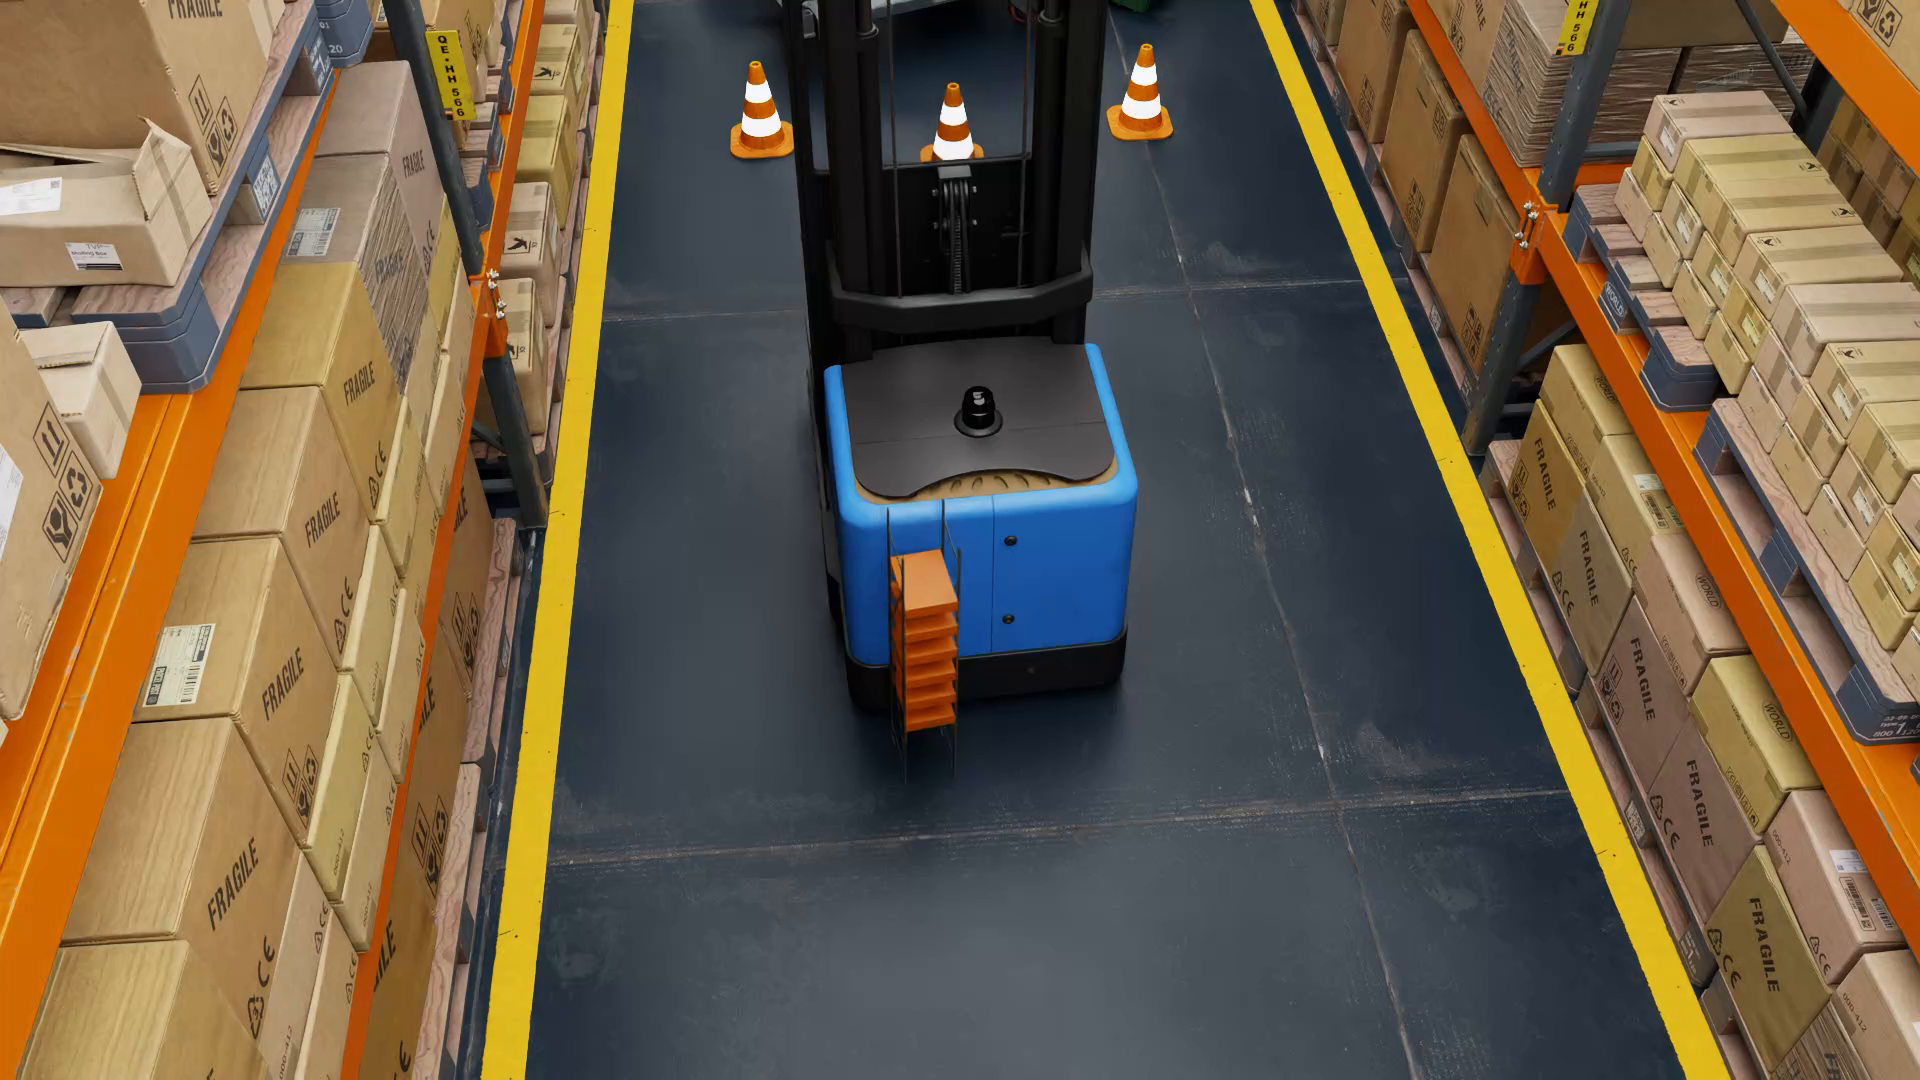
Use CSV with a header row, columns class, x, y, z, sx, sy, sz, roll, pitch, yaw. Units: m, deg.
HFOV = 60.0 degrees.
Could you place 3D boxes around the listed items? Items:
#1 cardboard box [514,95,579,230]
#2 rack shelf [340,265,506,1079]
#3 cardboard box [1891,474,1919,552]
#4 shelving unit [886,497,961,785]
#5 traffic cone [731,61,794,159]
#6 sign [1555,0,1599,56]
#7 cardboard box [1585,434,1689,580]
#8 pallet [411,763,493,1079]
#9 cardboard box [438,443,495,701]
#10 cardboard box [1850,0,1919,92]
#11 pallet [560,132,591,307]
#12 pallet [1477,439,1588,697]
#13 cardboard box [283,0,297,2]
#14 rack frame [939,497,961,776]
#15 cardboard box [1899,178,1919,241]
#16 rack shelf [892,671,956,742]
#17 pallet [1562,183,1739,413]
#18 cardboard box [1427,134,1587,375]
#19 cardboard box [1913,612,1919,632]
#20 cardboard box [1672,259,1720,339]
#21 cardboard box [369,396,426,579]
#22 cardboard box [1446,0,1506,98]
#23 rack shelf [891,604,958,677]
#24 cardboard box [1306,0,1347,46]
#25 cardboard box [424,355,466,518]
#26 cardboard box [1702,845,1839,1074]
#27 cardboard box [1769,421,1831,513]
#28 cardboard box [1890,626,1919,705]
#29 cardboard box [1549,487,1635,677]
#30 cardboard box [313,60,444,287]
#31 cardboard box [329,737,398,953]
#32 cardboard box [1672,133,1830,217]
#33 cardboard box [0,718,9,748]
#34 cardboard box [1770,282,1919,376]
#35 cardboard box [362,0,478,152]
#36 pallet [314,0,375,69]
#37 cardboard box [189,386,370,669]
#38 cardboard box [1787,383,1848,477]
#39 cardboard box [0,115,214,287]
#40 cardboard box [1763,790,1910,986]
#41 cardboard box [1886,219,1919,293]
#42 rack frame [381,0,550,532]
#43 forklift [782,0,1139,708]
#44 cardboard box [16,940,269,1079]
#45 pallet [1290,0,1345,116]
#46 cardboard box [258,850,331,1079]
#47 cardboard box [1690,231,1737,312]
class,x,y,z,sx,sy,sz,roll,pitch,yaw
cardboard box,-2.388,-1.822,8.066,0.950,0.372,0.625,-2,47,-2
rack shelf,-2.056,0.605,4.743,1.077,0.370,4.000,-3,47,-3
cardboard box,2.700,-0.053,4.345,0.380,0.149,0.250,-5,47,-5
shelving unit,-0.127,0.376,5.701,0.189,1.200,0.258,-10,47,-10
traffic cone,-1.059,-2.299,8.745,0.336,0.463,0.334,-3,47,-3
sign,2.148,-1.825,5.752,0.100,0.325,0.005,-3,47,-3
cardboard box,2.560,-0.125,5.855,0.500,0.250,0.500,-4,47,-4
pallet,-2.133,1.325,5.486,1.003,0.211,1.213,-3,47,-3
cardboard box,-2.248,0.002,5.993,0.875,0.875,0.875,-4,47,-4
cardboard box,2.580,-1.377,3.990,0.500,0.500,0.500,-3,47,-3
pallet,-2.386,-1.576,8.234,1.003,0.211,1.213,-3,47,-3
pallet,2.765,0.061,6.683,1.003,0.211,1.213,-3,47,-3
cardboard box,-1.951,-1.595,3.907,0.700,0.500,0.500,-6,47,-5
rack frame,-0.038,0.362,5.718,0.006,1.200,0.240,-10,47,-10
cardboard box,3.240,-1.028,5.268,0.380,0.149,0.250,-2,47,-2
rack shelf,-0.132,0.573,5.907,0.180,0.103,0.258,-10,47,-10
pallet,2.867,-0.888,5.794,1.213,0.211,1.003,-3,47,-3
cardboard box,2.740,-1.280,7.293,1.050,0.750,0.750,-4,47,-4
cardboard box,2.717,0.239,4.273,0.380,0.149,0.250,-6,47,-5
cardboard box,2.583,-0.796,5.458,0.380,0.149,0.250,-1,47,-1
cardboard box,-1.819,-0.135,4.707,0.500,0.250,0.500,-5,47,-4
cardboard box,2.356,-2.168,6.805,0.500,0.500,0.500,-3,47,-3
rack shelf,-0.125,0.324,5.647,0.180,0.103,0.258,-10,47,-10
cardboard box,2.508,-3.284,9.191,1.050,0.750,0.750,-4,47,-3
cardboard box,-1.863,-0.319,5.226,0.500,0.250,0.500,-3,47,-3
cardboard box,2.680,1.255,5.065,0.500,0.500,0.500,-4,47,-4
cardboard box,2.650,-0.226,4.918,0.380,0.149,0.250,-3,47,-3
cardboard box,2.715,0.347,4.376,0.380,0.149,0.250,-5,47,-5
cardboard box,2.552,0.143,6.118,0.500,0.500,0.500,-3,47,-3
cardboard box,-1.919,-1.109,5.113,0.500,0.500,0.500,-5,47,-4
cardboard box,-1.734,0.776,4.189,0.500,0.250,0.500,-4,47,-4
cardboard box,2.572,-1.185,5.417,0.380,0.149,0.250,-5,47,-4
cardboard box,-1.581,0.292,2.281,0.396,0.266,0.258,-4,47,-4
cardboard box,2.634,-0.620,4.882,0.380,0.149,0.250,-2,47,-1
cardboard box,-2.030,-1.710,5.877,0.500,0.500,0.500,-5,47,-4
pallet,-2.116,-1.593,4.393,1.213,0.211,1.003,-2,47,-1
cardboard box,-1.798,-0.012,4.075,0.500,0.500,0.500,-4,47,-4
cardboard box,2.651,-0.330,4.812,0.380,0.149,0.250,-4,47,-4
cardboard box,-1.692,-0.668,3.190,0.396,0.266,0.258,0,47,0
cardboard box,2.692,0.992,4.797,0.500,0.250,0.500,-1,47,-1
cardboard box,3.245,-0.910,5.362,0.380,0.149,0.250,-2,47,-2
rack frame,-2.223,-1.089,5.852,1.000,3.000,0.127,-3,47,-3
forklift,-0.082,-1.461,6.252,1.130,2.935,3.031,-5,47,-5
cardboard box,-1.639,1.091,3.030,0.500,0.500,0.500,-3,47,-3
pallet,2.506,-2.845,9.435,1.003,0.211,1.213,-3,47,-3
cardboard box,-1.716,0.974,3.657,0.500,0.250,0.500,-3,47,-3
cardboard box,2.592,-0.872,5.326,0.380,0.149,0.250,-5,47,-5
